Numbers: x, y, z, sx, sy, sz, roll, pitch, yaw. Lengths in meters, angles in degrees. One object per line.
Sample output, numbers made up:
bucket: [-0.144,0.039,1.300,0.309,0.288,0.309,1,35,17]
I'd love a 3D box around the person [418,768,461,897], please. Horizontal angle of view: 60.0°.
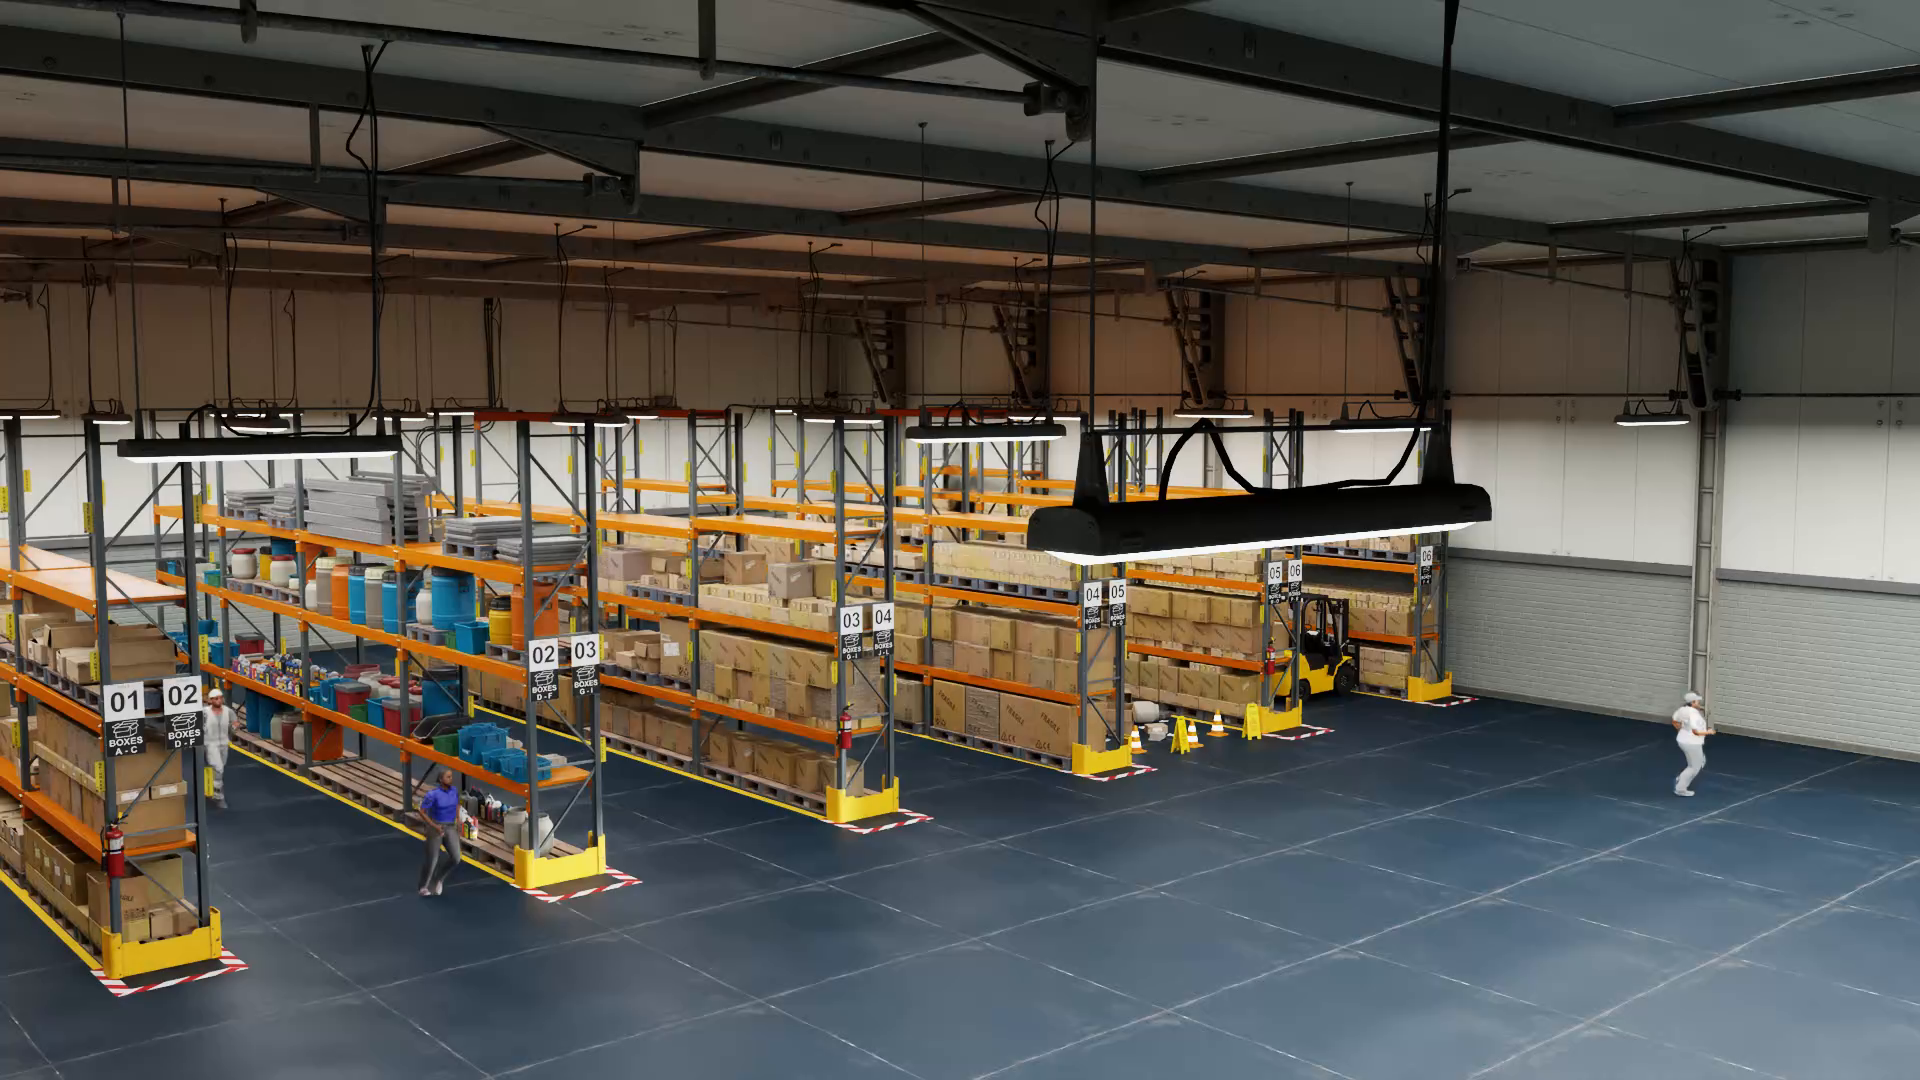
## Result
person: [-6.508,3.683,21.005,0.568,1.605,0.637,5,7,42]

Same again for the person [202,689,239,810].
person: [-11.418,3.193,25.514,0.876,1.844,0.643,4,6,37]

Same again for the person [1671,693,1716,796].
person: [11.566,3.213,26.185,0.576,1.638,0.591,0,5,4]
